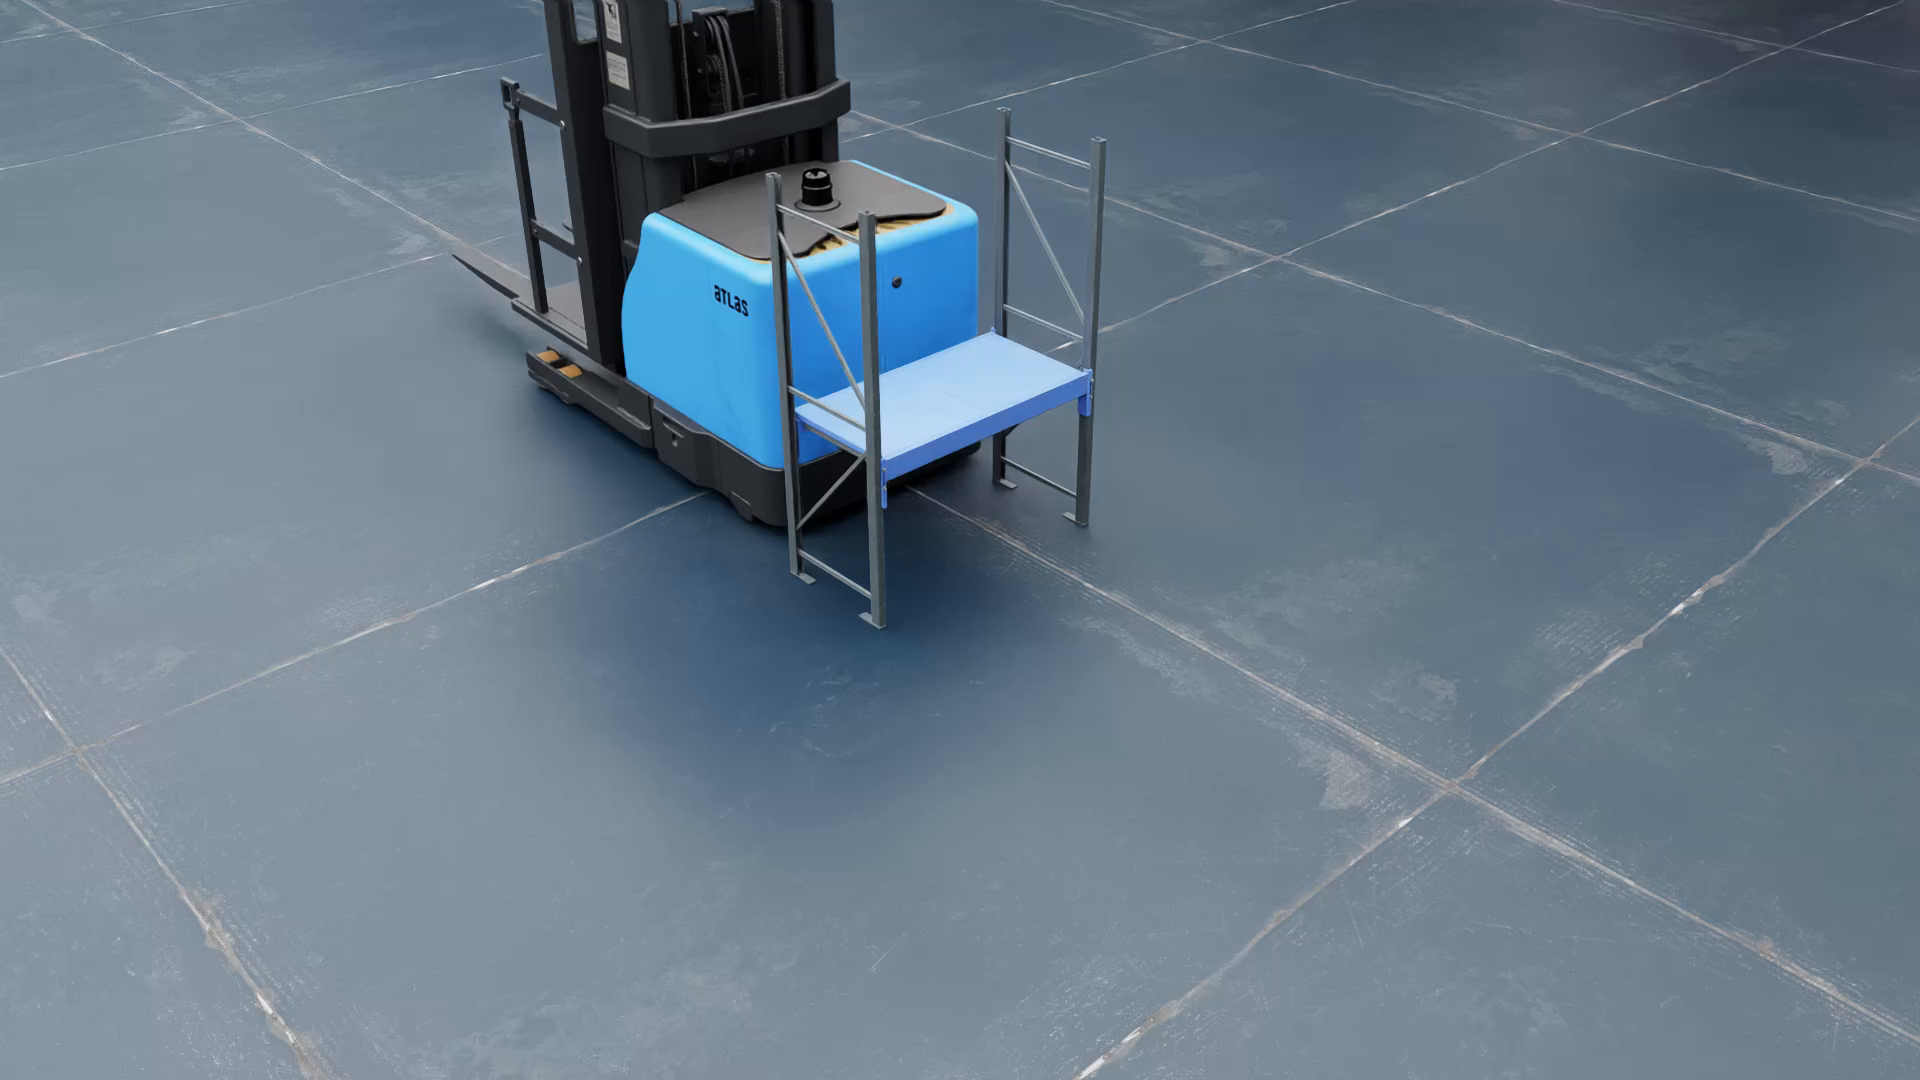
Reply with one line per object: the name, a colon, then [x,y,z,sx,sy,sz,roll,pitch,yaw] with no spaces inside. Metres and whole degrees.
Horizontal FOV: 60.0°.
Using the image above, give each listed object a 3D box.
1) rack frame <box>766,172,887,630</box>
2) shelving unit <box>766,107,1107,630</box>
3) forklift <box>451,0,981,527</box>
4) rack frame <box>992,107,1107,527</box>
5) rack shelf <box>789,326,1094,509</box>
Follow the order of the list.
rack frame: [-0.435,-0.429,5.514,0.032,1.500,0.500,-26,40,-35]
shelving unit: [-0.063,-0.610,5.809,1.048,1.500,0.538,-26,40,-35]
forklift: [-1.254,-1.993,6.700,1.130,2.935,3.031,-24,39,-34]
rack frame: [0.310,-0.790,6.104,0.032,1.500,0.500,-26,40,-35]
rack shelf: [-0.063,-0.456,5.903,1.000,0.185,0.538,-26,40,-35]
